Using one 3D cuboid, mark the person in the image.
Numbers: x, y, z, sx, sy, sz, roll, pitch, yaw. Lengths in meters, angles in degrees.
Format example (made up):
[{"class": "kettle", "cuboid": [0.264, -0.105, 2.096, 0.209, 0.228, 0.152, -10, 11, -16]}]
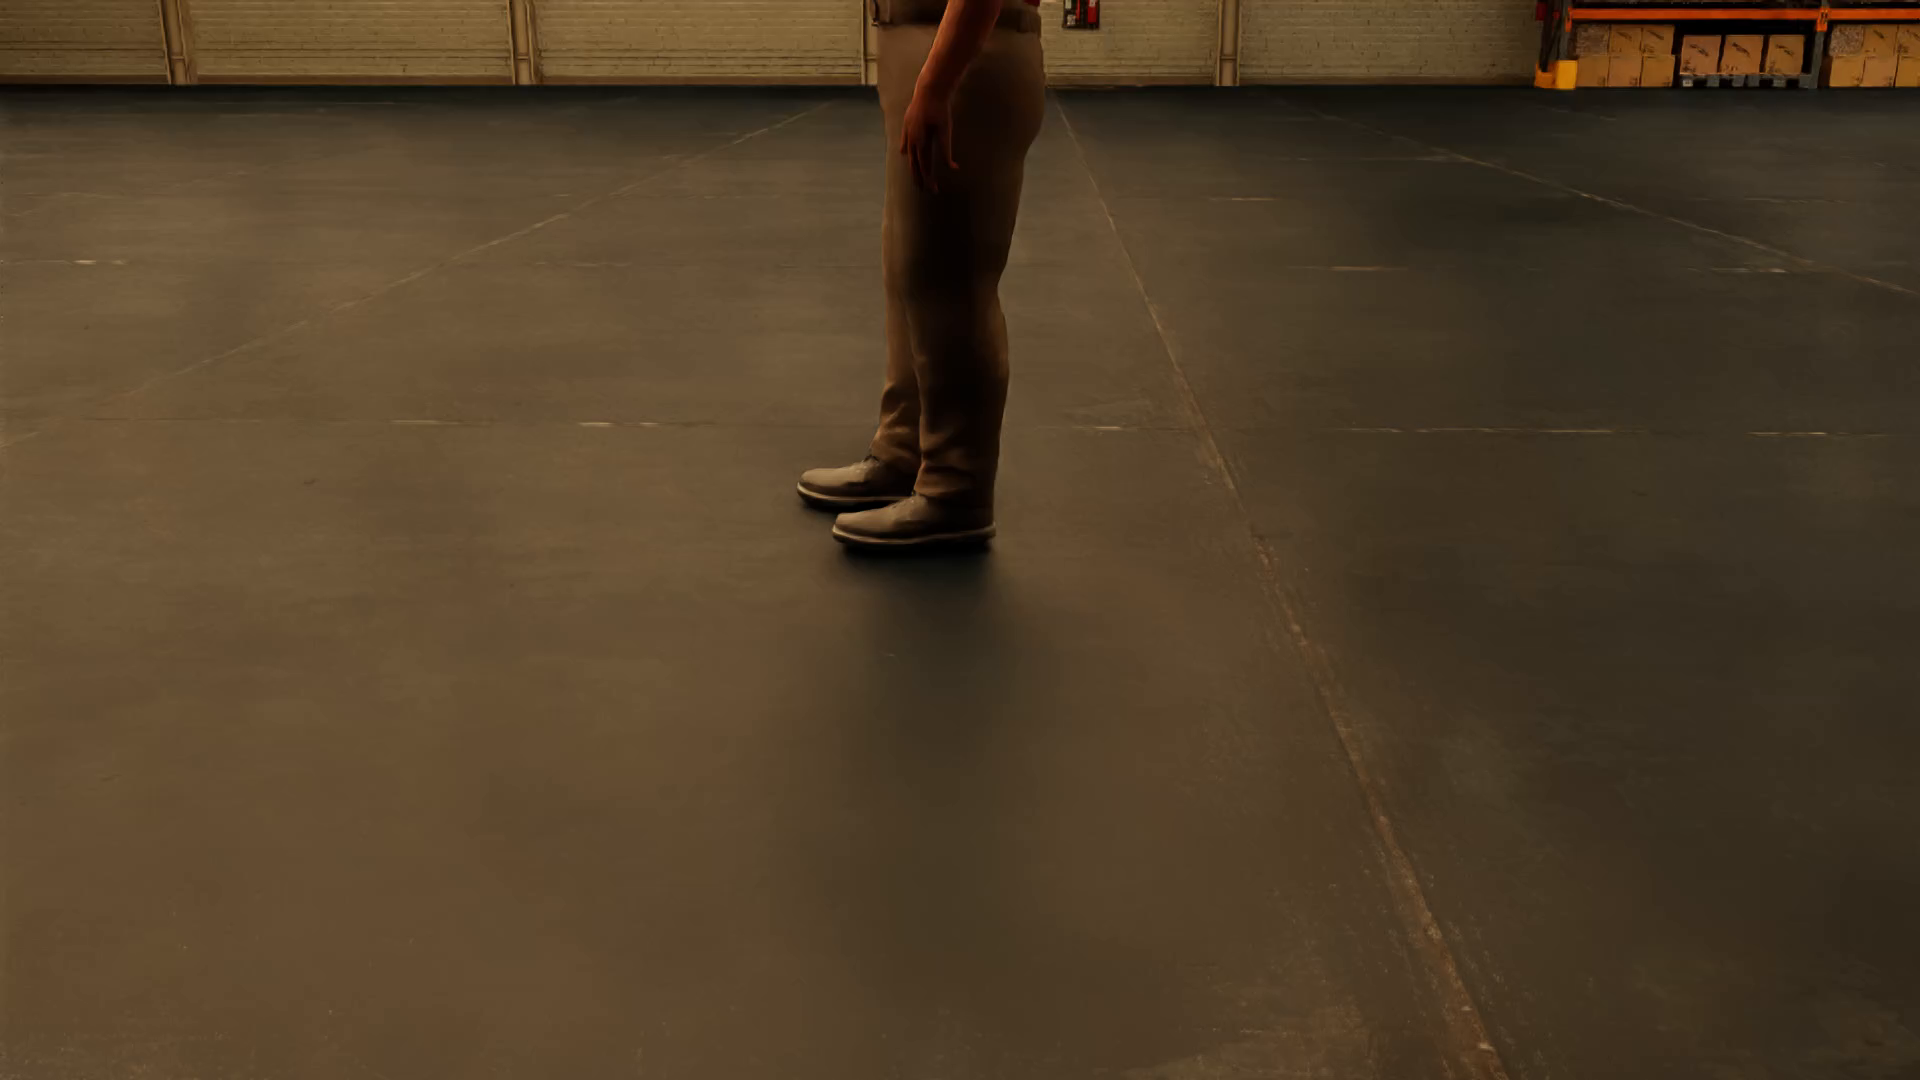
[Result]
[{"class": "person", "cuboid": [-0.089, -0.805, 3.137, 0.550, 1.659, 0.640, 1, 17, 2]}]
